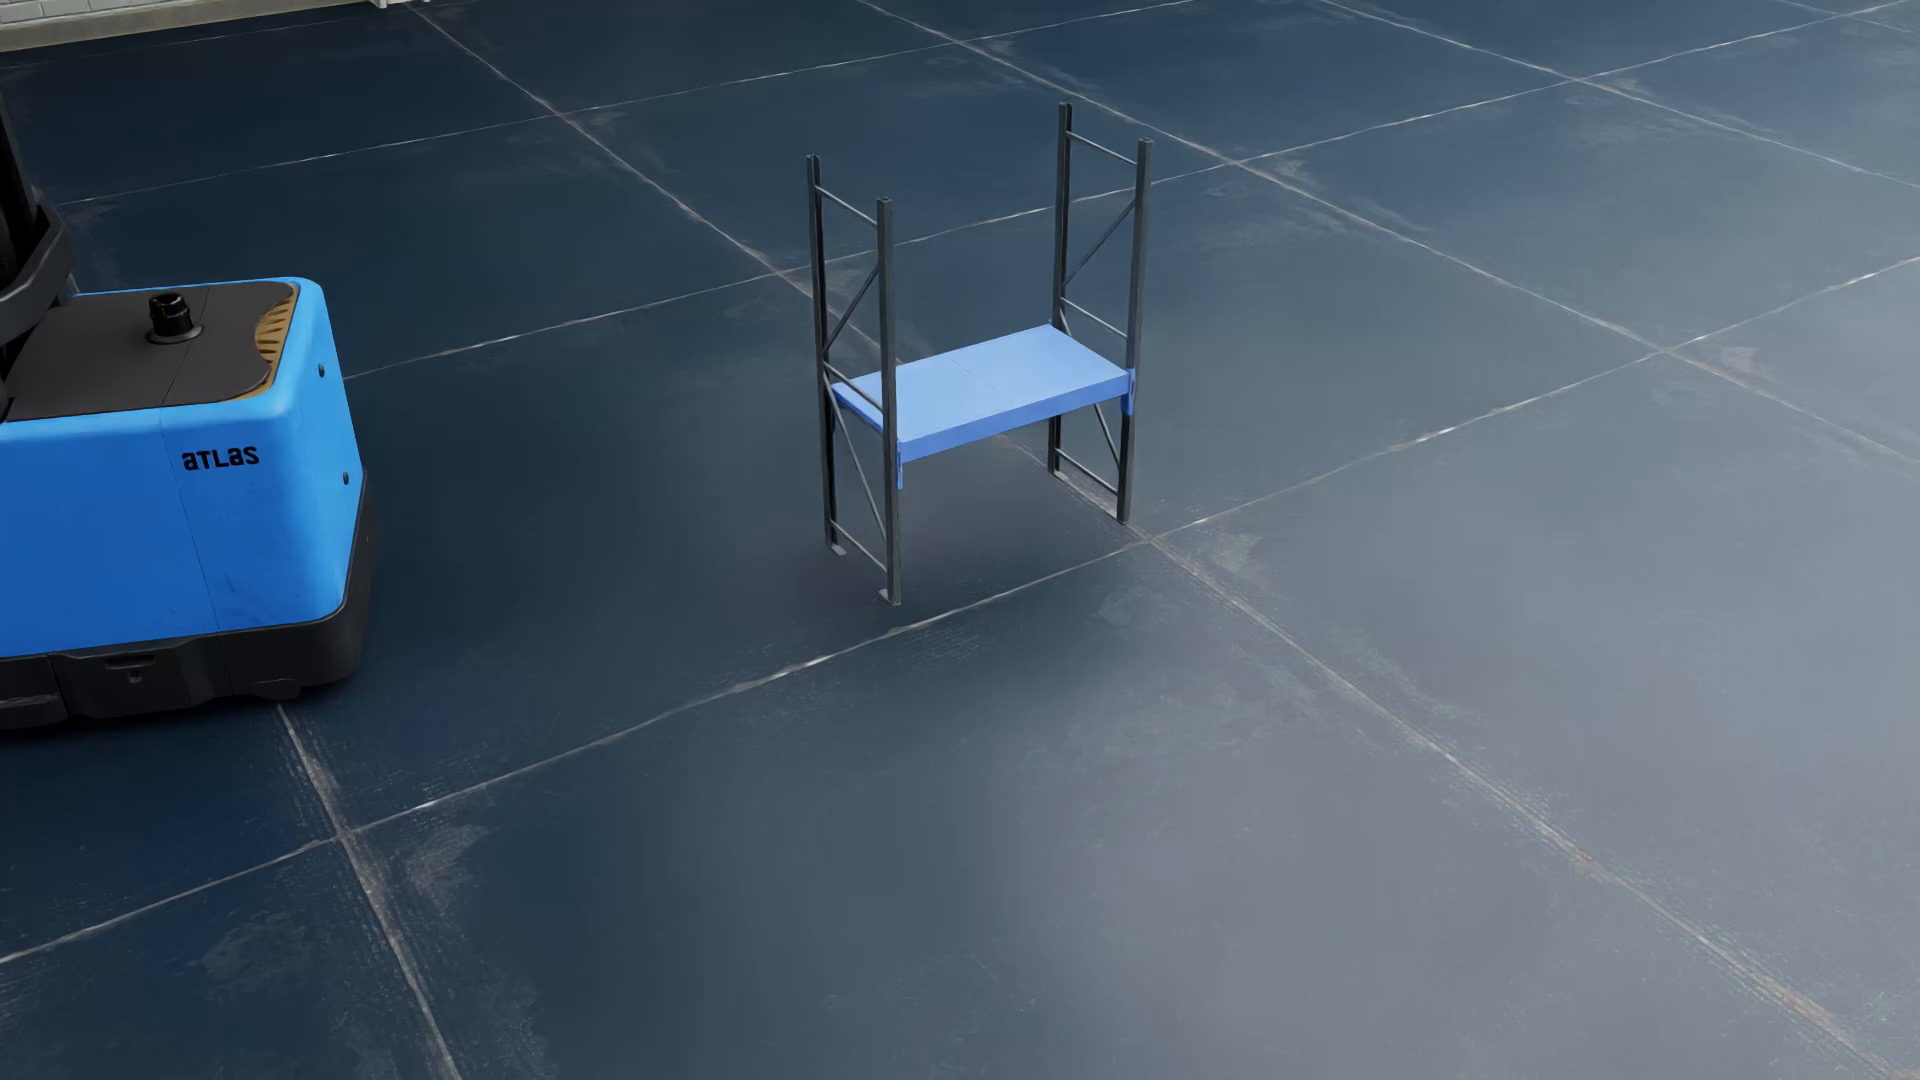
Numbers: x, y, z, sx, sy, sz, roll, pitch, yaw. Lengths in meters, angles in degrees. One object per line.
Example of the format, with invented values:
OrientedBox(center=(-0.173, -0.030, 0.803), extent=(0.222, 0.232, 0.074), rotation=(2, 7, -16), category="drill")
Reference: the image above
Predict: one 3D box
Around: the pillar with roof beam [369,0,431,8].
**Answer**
OrientedBox(center=(-2.006, -6.052, 7.410), extent=(0.400, 9.000, 9.100), rotation=(-19, 37, -27), category="pillar with roof beam")

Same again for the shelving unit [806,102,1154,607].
OrientedBox(center=(0.072, -0.659, 5.889), extent=(1.048, 1.500, 0.538), rotation=(-19, 37, -27), category="shelving unit")

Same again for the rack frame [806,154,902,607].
OrientedBox(center=(-0.356, -0.512, 5.656), extent=(0.032, 1.500, 0.500), rotation=(-19, 37, -27), category="rack frame")

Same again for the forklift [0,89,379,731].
OrientedBox(center=(-3.546, -0.823, 4.808), extent=(3.031, 2.935, 1.130), rotation=(-7, 33, -10), category="forklift")

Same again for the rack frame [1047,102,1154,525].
OrientedBox(center=(0.499, -0.806, 6.122), extent=(0.032, 1.500, 0.500), rotation=(-19, 37, -27), category="rack frame")

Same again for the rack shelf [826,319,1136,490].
OrientedBox(center=(0.072, -0.507, 5.985), extent=(1.000, 0.185, 0.538), rotation=(-19, 37, -27), category="rack shelf")
